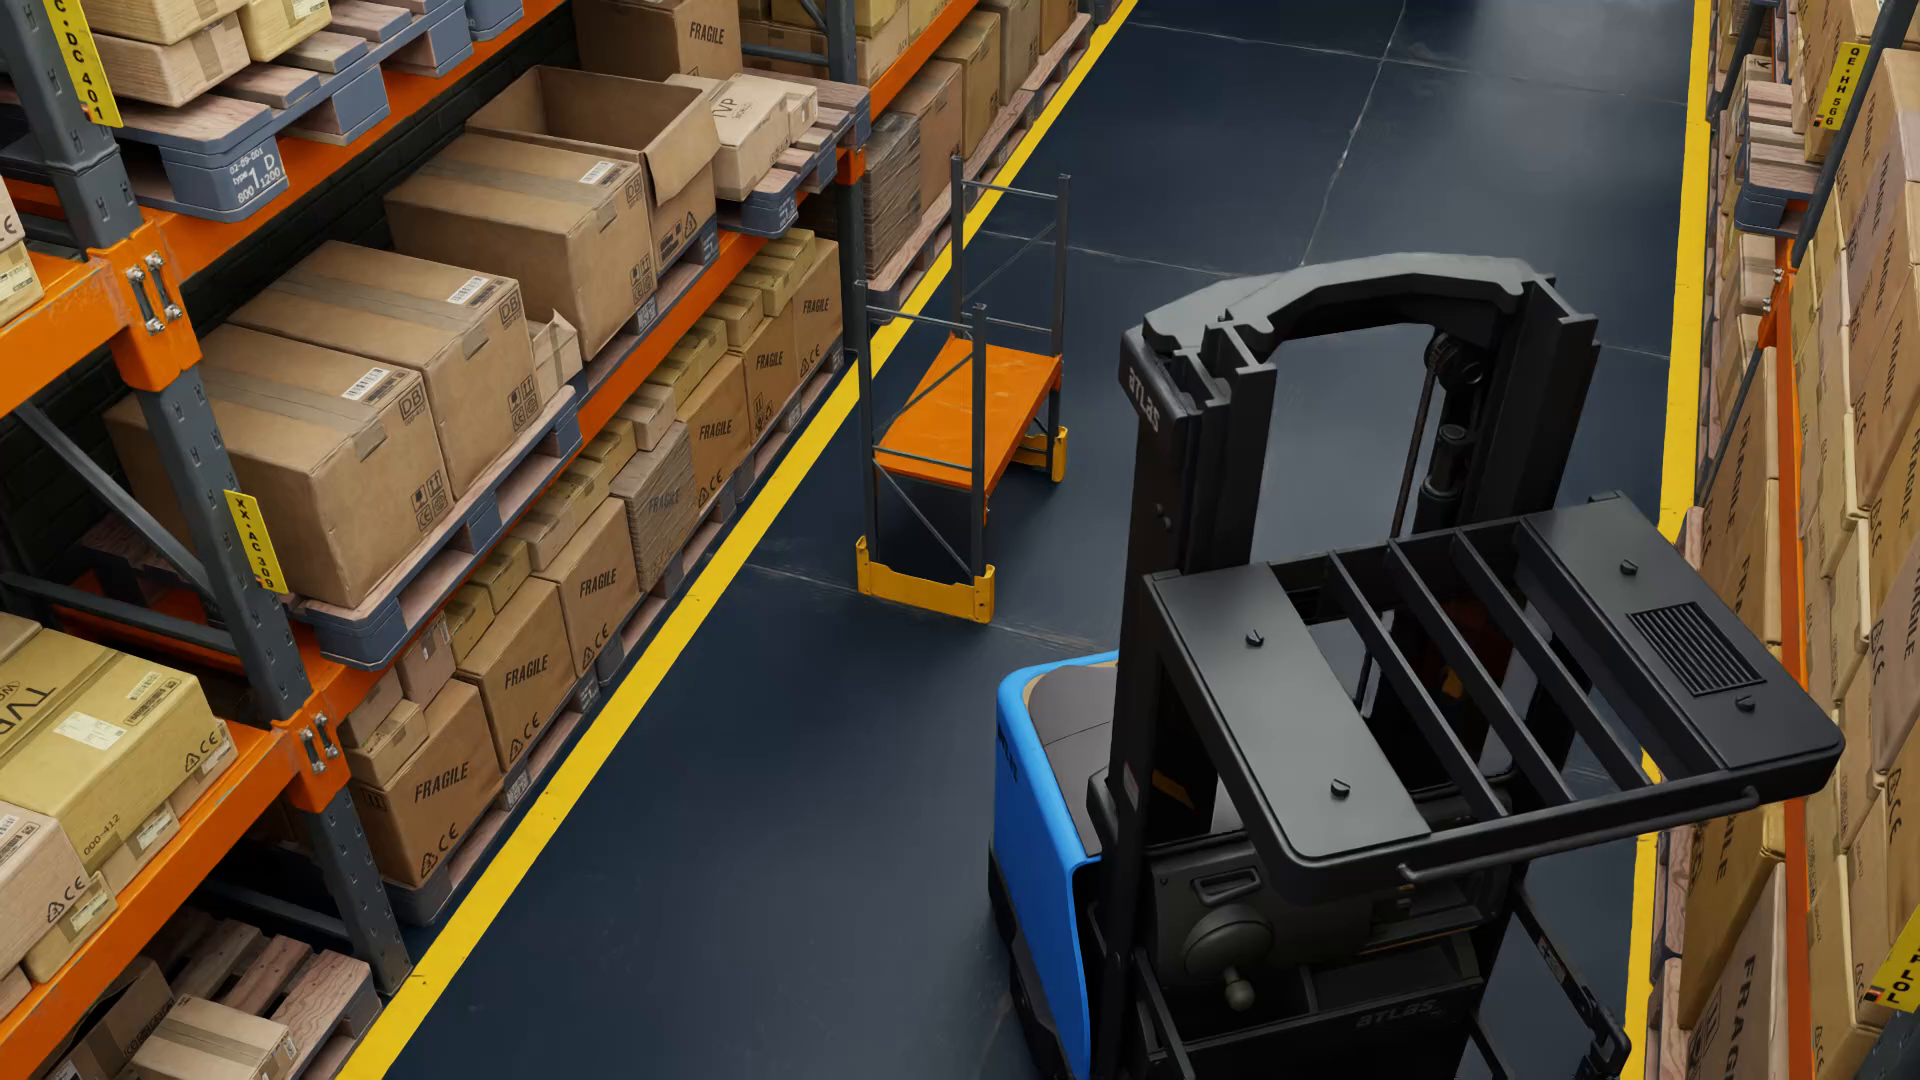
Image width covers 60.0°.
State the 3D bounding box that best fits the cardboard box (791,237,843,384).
[{"bbox_3d":[-0.893,-1.122,7.856,0.500,0.500,0.500,14,43,16],"label":"cardboard box"}]

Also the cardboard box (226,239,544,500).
[{"bbox_3d":[-1.765,-0.538,5.169,0.700,0.500,0.500,14,42,16],"label":"cardboard box"}]

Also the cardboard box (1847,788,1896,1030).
[{"bbox_3d":[2.270,0.864,3.656,0.500,0.250,0.500,13,42,15],"label":"cardboard box"}]

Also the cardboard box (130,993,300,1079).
[{"bbox_3d":[-2.233,1.551,4.994,0.380,0.149,0.250,12,42,14],"label":"cardboard box"}]

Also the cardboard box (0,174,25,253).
[{"bbox_3d":[-2.248,-0.626,3.248,0.500,0.250,0.500,13,42,15],"label":"cardboard box"}]

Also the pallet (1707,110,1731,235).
[{"bbox_3d":[4.818,-2.023,9.458,1.003,0.211,1.213,13,42,15],"label":"pallet"}]

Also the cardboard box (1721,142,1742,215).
[{"bbox_3d":[4.664,-1.959,8.936,0.950,0.372,0.625,16,43,18],"label":"cardboard box"}]

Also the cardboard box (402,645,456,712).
[{"bbox_3d":[-1.923,0.420,5.550,0.380,0.149,0.250,12,42,14],"label":"cardboard box"}]

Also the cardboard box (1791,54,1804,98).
[{"bbox_3d":[3.768,-1.930,7.072,0.380,0.149,0.250,11,42,13],"label":"cardboard box"}]

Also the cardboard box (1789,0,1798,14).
[{"bbox_3d":[4.125,-2.567,7.818,0.380,0.149,0.250,15,43,17],"label":"cardboard box"}]

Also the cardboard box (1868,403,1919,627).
[{"bbox_3d":[2.626,-0.048,4.148,0.500,0.500,0.500,15,43,16],"label":"cardboard box"}]

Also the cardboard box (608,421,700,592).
[{"bbox_3d":[-1.410,-0.178,6.750,0.500,0.500,0.500,12,42,14],"label":"cardboard box"}]

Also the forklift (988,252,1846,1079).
[{"bbox_3d":[0.966,0.954,3.874,1.130,2.935,3.031,-10,41,-11],"label":"forklift"}]

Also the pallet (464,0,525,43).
[{"bbox_3d":[-1.677,-1.864,4.957,1.213,0.211,1.003,13,42,15],"label":"pallet"}]

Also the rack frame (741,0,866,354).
[{"bbox_3d":[-0.950,-2.219,7.539,1.000,3.000,0.127,13,42,15],"label":"rack frame"}]

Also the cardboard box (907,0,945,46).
[{"bbox_3d":[-0.392,-2.684,8.200,0.500,0.250,0.500,12,42,14],"label":"cardboard box"}]

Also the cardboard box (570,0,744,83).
[{"bbox_3d":[-1.273,-2.137,7.043,0.500,0.500,0.500,15,43,17],"label":"cardboard box"}]

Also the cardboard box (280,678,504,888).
[{"bbox_3d":[-1.941,0.767,5.642,0.500,0.500,0.500,15,43,17],"label":"cardboard box"}]

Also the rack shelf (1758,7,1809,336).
[{"bbox_3d":[4.399,-2.065,7.914,1.077,0.370,4.000,13,42,15],"label":"rack shelf"}]

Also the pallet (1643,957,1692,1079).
[{"bbox_3d":[2.541,1.894,4.867,1.003,0.211,1.213,13,42,15],"label":"pallet"}]

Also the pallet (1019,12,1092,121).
[{"bbox_3d":[0.202,-3.139,10.767,1.003,0.211,1.213,13,42,15],"label":"pallet"}]

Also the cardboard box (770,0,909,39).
[{"bbox_3d":[-0.546,-2.563,7.673,0.500,0.250,0.500,13,42,15],"label":"cardboard box"}]

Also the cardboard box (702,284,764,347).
[{"bbox_3d":[-1.077,-0.993,7.205,0.380,0.149,0.250,12,42,14],"label":"cardboard box"}]

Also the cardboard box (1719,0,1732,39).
[{"bbox_3d":[5.205,-3.420,10.742,0.500,0.250,0.500,12,42,14],"label":"cardboard box"}]

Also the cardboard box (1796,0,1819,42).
[{"bbox_3d":[3.948,-2.395,7.116,0.500,0.500,0.500,11,42,12],"label":"cardboard box"}]

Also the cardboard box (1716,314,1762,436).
[{"bbox_3d":[3.918,-0.622,7.369,0.950,0.372,0.625,11,42,12],"label":"cardboard box"}]

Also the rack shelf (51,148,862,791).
[{"bbox_3d":[-1.634,-0.725,6.343,1.077,0.370,4.000,13,42,15],"label":"rack shelf"}]

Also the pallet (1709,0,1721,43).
[{"bbox_3d":[5.695,-3.662,11.380,1.003,0.211,1.213,13,42,15],"label":"pallet"}]

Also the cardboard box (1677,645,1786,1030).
[{"bbox_3d":[2.786,1.020,5.056,0.875,0.875,0.875,14,43,16],"label":"cardboard box"}]

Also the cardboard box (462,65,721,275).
[{"bbox_3d":[-1.335,-1.381,6.154,0.797,0.503,0.637,12,42,14],"label":"cardboard box"}]

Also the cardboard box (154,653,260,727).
[{"bbox_3d":[-2.463,0.477,5.482,0.380,0.149,0.250,12,42,13],"label":"cardboard box"}]

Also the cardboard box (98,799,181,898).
[{"bbox_3d":[-2.259,0.731,4.276,0.380,0.149,0.250,14,43,16],"label":"cardboard box"}]

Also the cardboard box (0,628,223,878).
[{"bbox_3d":[-2.263,0.530,4.204,0.500,0.250,0.500,14,43,16],"label":"cardboard box"}]

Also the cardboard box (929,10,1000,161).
[{"bbox_3d":[-0.278,-2.663,9.567,0.875,0.625,0.625,12,42,13],"label":"cardboard box"}]

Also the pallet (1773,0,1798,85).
[{"bbox_3d":[4.354,-2.263,7.739,1.003,0.211,1.213,13,42,15],"label":"pallet"}]

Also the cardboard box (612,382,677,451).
[{"bbox_3d":[-1.361,-0.514,6.644,0.380,0.149,0.250,11,42,13],"label":"cardboard box"}]

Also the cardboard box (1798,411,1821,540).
[{"bbox_3d":[2.968,-0.184,5.270,0.500,0.250,0.500,15,43,16],"label":"cardboard box"}]

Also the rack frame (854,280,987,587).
[{"bbox_3d":[-0.145,-0.313,6.461,0.500,1.500,0.032,13,42,15],"label":"rack frame"}]

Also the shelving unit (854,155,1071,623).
[{"bbox_3d":[0.026,-0.617,6.818,0.587,1.500,1.083,13,42,15],"label":"shelving unit"}]

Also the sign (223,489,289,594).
[{"bbox_3d":[-1.806,0.008,4.263,0.100,0.325,0.005,13,42,15],"label":"sign"}]

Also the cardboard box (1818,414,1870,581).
[{"bbox_3d":[2.764,-0.075,4.758,0.500,0.250,0.500,14,42,16],"label":"cardboard box"}]

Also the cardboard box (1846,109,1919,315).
[{"bbox_3d":[3.156,-0.986,5.248,0.500,0.500,0.500,13,42,15],"label":"cardboard box"}]

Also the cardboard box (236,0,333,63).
[{"bbox_3d":[-1.721,-1.266,3.905,0.380,0.149,0.250,14,42,16],"label":"cardboard box"}]

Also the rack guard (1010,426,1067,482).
[{"bbox_3d":[0.196,-0.445,7.579,0.587,0.250,0.087,13,42,15],"label":"rack guard"}]

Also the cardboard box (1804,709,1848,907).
[{"bbox_3d":[2.439,0.738,4.190,0.500,0.250,0.500,13,42,14],"label":"cardboard box"}]

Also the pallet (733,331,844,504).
[{"bbox_3d":[-1.241,-0.711,7.921,1.003,0.211,1.213,13,42,15],"label":"pallet"}]

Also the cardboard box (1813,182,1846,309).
[{"bbox_3d":[3.310,-0.998,5.839,0.500,0.250,0.500,13,42,15],"label":"cardboard box"}]

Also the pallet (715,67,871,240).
[{"bbox_3d":[-1.116,-1.717,7.099,1.213,0.211,1.003,13,42,15],"label":"pallet"}]

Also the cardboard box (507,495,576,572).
[{"bbox_3d":[-1.645,-0.054,6.104,0.380,0.149,0.250,13,42,15],"label":"cardboard box"}]

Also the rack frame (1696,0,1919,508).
[{"bbox_3d":[3.715,-1.119,6.251,1.000,3.000,0.127,13,42,15],"label":"rack frame"}]
